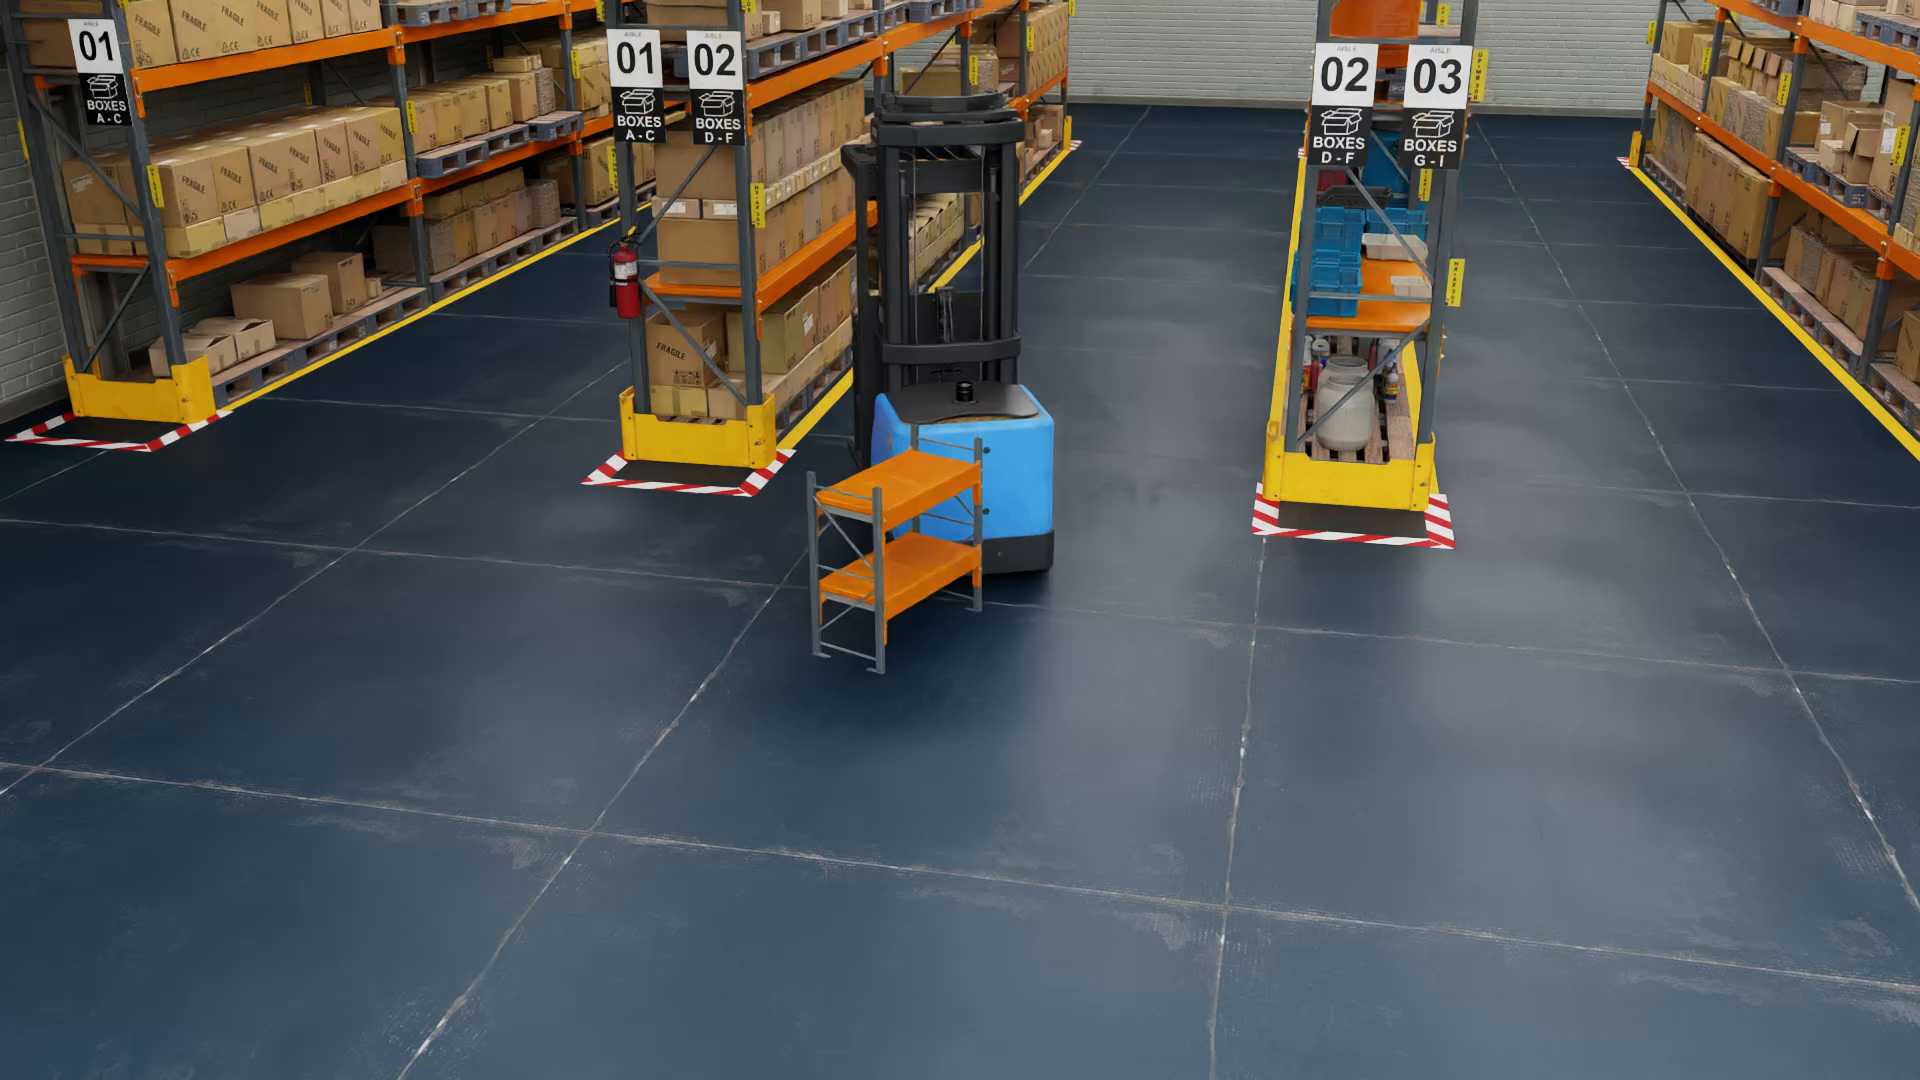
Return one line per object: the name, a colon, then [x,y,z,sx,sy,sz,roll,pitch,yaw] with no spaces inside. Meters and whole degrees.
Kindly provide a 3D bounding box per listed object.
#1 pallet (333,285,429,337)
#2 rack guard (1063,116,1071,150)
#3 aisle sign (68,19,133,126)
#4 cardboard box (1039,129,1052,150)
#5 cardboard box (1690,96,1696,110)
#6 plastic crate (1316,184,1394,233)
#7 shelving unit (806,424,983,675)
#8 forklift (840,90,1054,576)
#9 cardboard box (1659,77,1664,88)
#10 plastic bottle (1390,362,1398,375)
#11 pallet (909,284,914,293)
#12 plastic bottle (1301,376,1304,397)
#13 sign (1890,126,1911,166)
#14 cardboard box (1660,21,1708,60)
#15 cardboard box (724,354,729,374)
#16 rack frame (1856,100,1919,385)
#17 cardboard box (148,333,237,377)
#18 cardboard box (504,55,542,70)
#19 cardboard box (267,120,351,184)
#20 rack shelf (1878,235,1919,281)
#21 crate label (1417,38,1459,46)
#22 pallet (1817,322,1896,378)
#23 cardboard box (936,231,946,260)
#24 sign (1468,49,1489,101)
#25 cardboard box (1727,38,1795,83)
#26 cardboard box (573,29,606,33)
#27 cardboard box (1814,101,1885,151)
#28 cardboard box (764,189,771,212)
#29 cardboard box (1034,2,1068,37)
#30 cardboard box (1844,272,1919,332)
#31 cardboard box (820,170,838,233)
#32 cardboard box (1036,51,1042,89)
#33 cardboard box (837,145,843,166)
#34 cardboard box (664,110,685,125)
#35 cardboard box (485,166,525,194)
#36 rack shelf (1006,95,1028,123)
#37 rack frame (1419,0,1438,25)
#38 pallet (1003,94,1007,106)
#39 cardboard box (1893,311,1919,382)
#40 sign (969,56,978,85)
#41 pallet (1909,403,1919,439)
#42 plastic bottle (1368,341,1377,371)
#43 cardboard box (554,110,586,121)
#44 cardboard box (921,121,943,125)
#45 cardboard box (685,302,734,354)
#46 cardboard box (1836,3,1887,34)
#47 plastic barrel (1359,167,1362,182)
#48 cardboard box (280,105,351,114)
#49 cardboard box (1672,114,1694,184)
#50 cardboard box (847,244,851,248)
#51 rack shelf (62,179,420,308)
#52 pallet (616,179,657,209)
pallet: [-6.154,-2.345,16.894,1.003,0.211,1.213,4,22,11]
rack guard: [1.231,-6.712,27.350,1.175,0.500,0.348,4,22,11]
aisle sign: [-6.589,-3.581,12.749,0.394,0.787,0.004,4,22,11]
cardboard box: [1.154,-6.265,25.986,0.500,0.250,0.500,4,22,11]
cardboard box: [9.922,-5.794,22.061,0.380,0.149,0.250,5,22,12]
plastic crate: [3.415,-2.921,14.674,0.767,0.338,0.504,4,22,11]
shelving unit: [-0.362,0.031,9.771,0.538,1.125,1.048,14,26,31]
forklift: [-0.200,-1.623,11.461,1.130,2.935,3.031,-4,22,-11]
cardboard box: [10.393,-6.638,24.158,0.380,0.149,0.250,4,22,10]
plastic bottle: [3.569,-1.334,13.697,0.061,0.283,0.133,5,22,12]
pallet: [-1.090,-2.490,17.252,1.003,0.211,1.213,4,22,11]
plastic bottle: [2.776,-1.280,13.673,0.097,0.201,0.097,0,22,0]
sign: [7.951,-3.332,14.062,0.100,0.325,0.005,4,22,11]
cardboard box: [10.480,-7.221,24.067,0.500,0.500,0.500,4,22,10]
cardboard box: [-2.108,-1.369,13.857,0.500,0.250,0.500,4,22,11]
rack frame: [8.495,-2.754,14.177,1.000,3.000,0.127,4,22,11]
cardboard box: [-6.639,-1.627,14.388,0.500,0.311,0.500,2,22,5]
cardboard box: [-5.277,-5.773,20.081,0.380,0.149,0.250,2,22,4]
cardboard box: [-6.055,-3.612,15.476,0.500,0.500,0.500,4,22,9]
rack shelf: [8.087,-1.689,12.495,1.077,0.370,4.000,4,22,11]
crate label: [3.536,-3.651,12.586,0.502,0.251,0.408,4,22,11]
pallet: [8.653,-1.745,15.405,1.003,0.211,1.213,4,22,11]
cardboard box: [-0.461,-3.309,18.674,0.500,0.250,0.500,5,22,12]
sign: [3.368,-3.021,10.812,0.100,0.325,0.005,4,22,11]
cardboard box: [10.005,-5.957,20.654,0.797,0.503,0.637,4,22,10]
cardboard box: [-4.966,-6.830,22.735,0.500,0.250,0.500,4,22,9]
cardboard box: [9.240,-4.258,17.214,0.500,0.500,0.500,2,22,4]
cardboard box: [-1.676,-2.619,12.839,0.380,0.149,0.250,4,22,10]
cardboard box: [1.425,-8.226,26.290,0.500,0.500,0.500,4,22,10]
cardboard box: [8.757,-2.195,15.544,0.700,0.500,0.500,4,22,11]
cardboard box: [-1.494,-3.018,14.697,0.700,0.500,0.500,5,22,12]
cardboard box: [0.903,-6.836,24.178,0.500,0.500,0.500,5,22,12]
cardboard box: [-1.204,-3.460,14.927,0.380,0.149,0.250,4,22,11]
cardboard box: [-4.425,-5.763,23.962,0.750,0.750,0.750,5,22,12]
cardboard box: [-5.509,-4.271,19.697,0.500,0.250,0.500,5,22,12]
rack shelf: [0.022,-5.371,21.638,1.077,0.370,4.000,4,22,11]
rack frame: [3.647,-5.914,13.993,1.000,3.000,0.127,4,22,11]
pallet: [0.007,-5.596,21.490,1.003,0.211,1.213,4,22,11]
cardboard box: [8.374,-1.646,14.209,0.500,0.500,0.500,4,22,9]
sign: [0.158,-5.469,19.369,0.100,0.325,0.005,4,22,11]
pallet: [8.146,-0.765,12.970,1.003,0.211,1.213,4,22,11]
plastic bottle: [3.551,-1.579,14.305,0.061,0.283,0.133,4,22,11]
cardboard box: [-4.942,-5.345,20.920,0.380,0.149,0.250,4,22,10]
cardboard box: [-0.503,-4.802,19.382,0.500,0.311,0.500,6,23,14]
cardboard box: [-2.010,-1.901,14.172,0.500,0.500,0.500,4,22,11]
cardboard box: [8.766,-5.010,15.963,0.500,0.250,0.500,5,22,12]
plastic barrel: [4.067,-3.540,16.313,0.301,0.262,0.301,0,22,0]
cardboard box: [-6.352,-4.018,16.486,0.500,0.500,0.500,4,22,10]
cardboard box: [10.524,-5.453,23.161,0.875,0.875,0.875,4,22,11]
cardboard box: [-1.400,-2.860,16.808,0.500,0.311,0.500,4,22,11]
rack shelf: [-6.460,-2.822,15.308,1.077,0.370,4.000,4,22,11]
pallet: [-4.750,-4.784,22.949,1.003,0.211,1.213,4,22,11]
